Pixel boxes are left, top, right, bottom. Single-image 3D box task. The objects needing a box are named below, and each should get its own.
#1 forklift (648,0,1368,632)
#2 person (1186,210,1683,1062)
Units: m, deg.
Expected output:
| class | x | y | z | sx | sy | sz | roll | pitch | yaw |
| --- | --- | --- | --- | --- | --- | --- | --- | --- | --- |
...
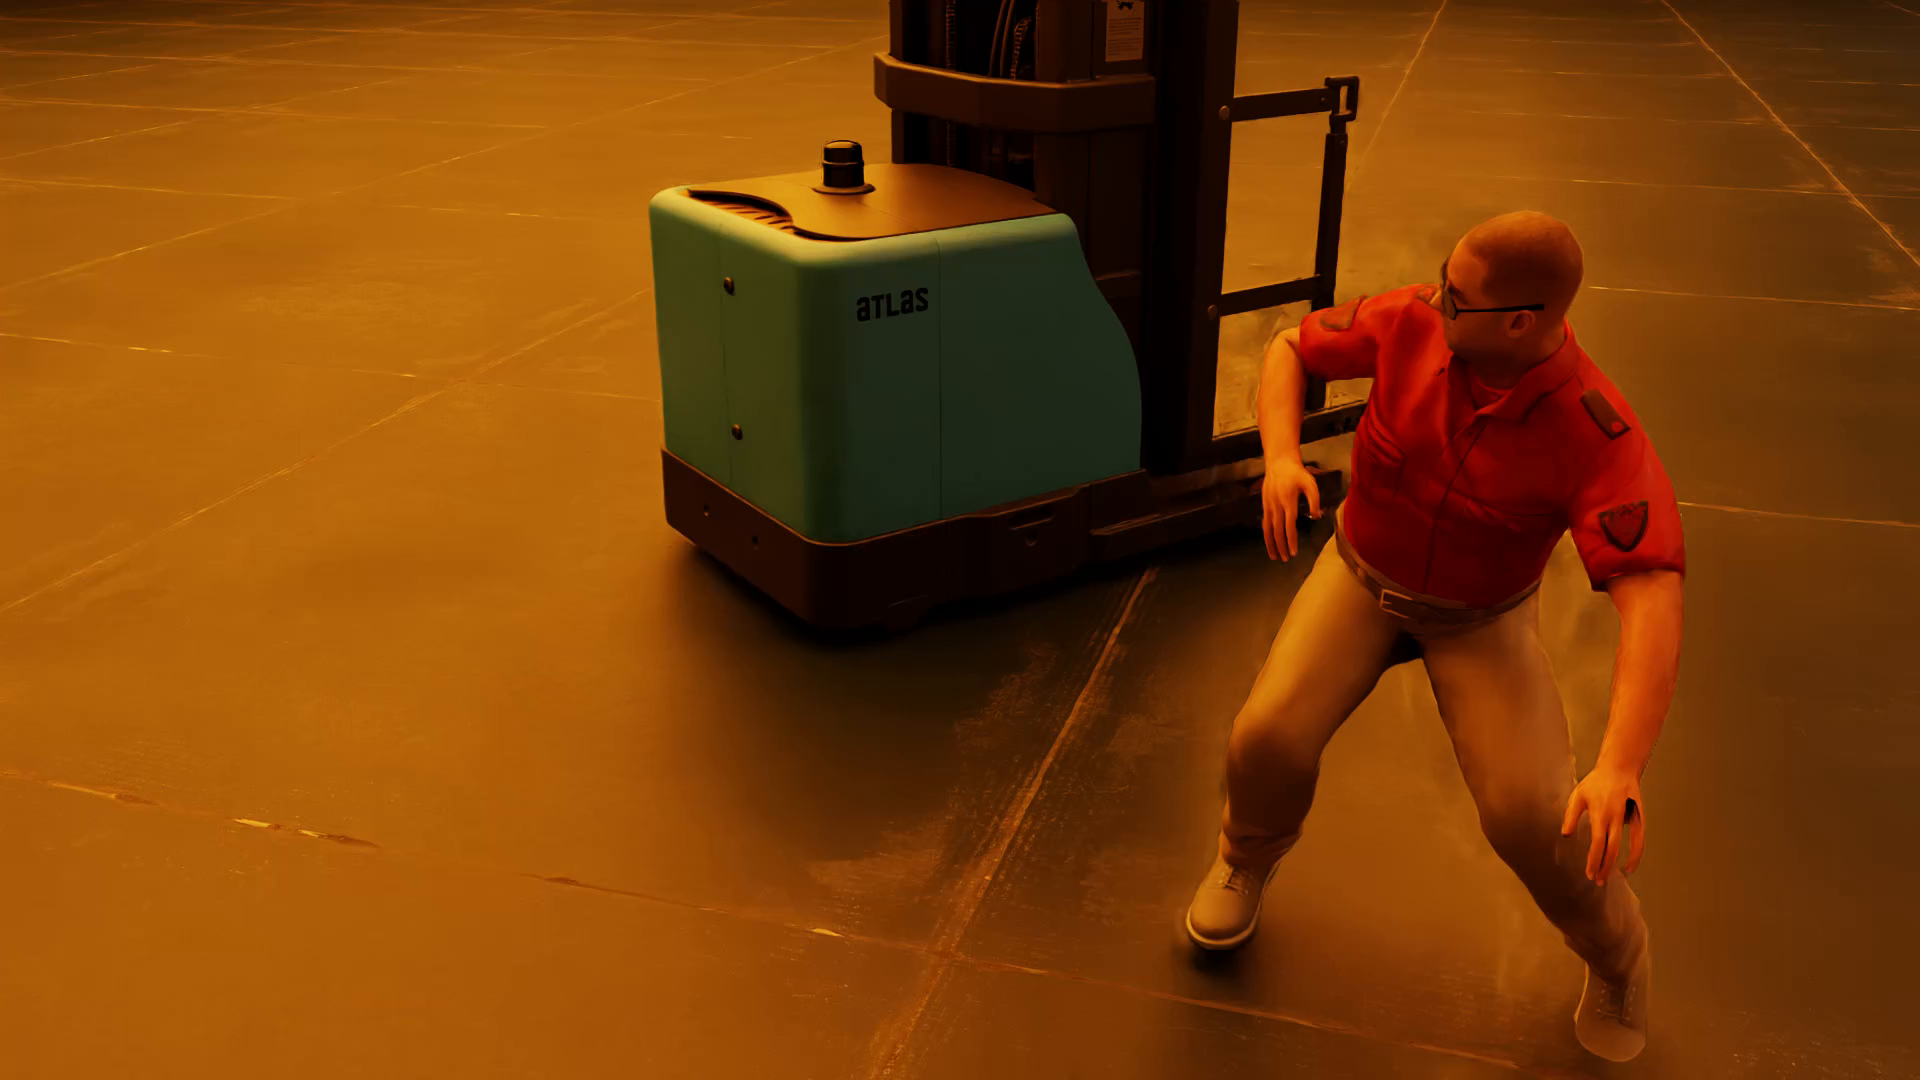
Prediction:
| class | x | y | z | sx | sy | sz | roll | pitch | yaw |
| --- | --- | --- | --- | --- | --- | --- | --- | --- | --- |
| forklift | 0.602 | -1.529 | 4.984 | 3.031 | 2.935 | 1.130 | -15 | 27 | -32 |
| person | 0.826 | 0.193 | 2.821 | 0.840 | 1.513 | 0.849 | 12 | 25 | 27 |
